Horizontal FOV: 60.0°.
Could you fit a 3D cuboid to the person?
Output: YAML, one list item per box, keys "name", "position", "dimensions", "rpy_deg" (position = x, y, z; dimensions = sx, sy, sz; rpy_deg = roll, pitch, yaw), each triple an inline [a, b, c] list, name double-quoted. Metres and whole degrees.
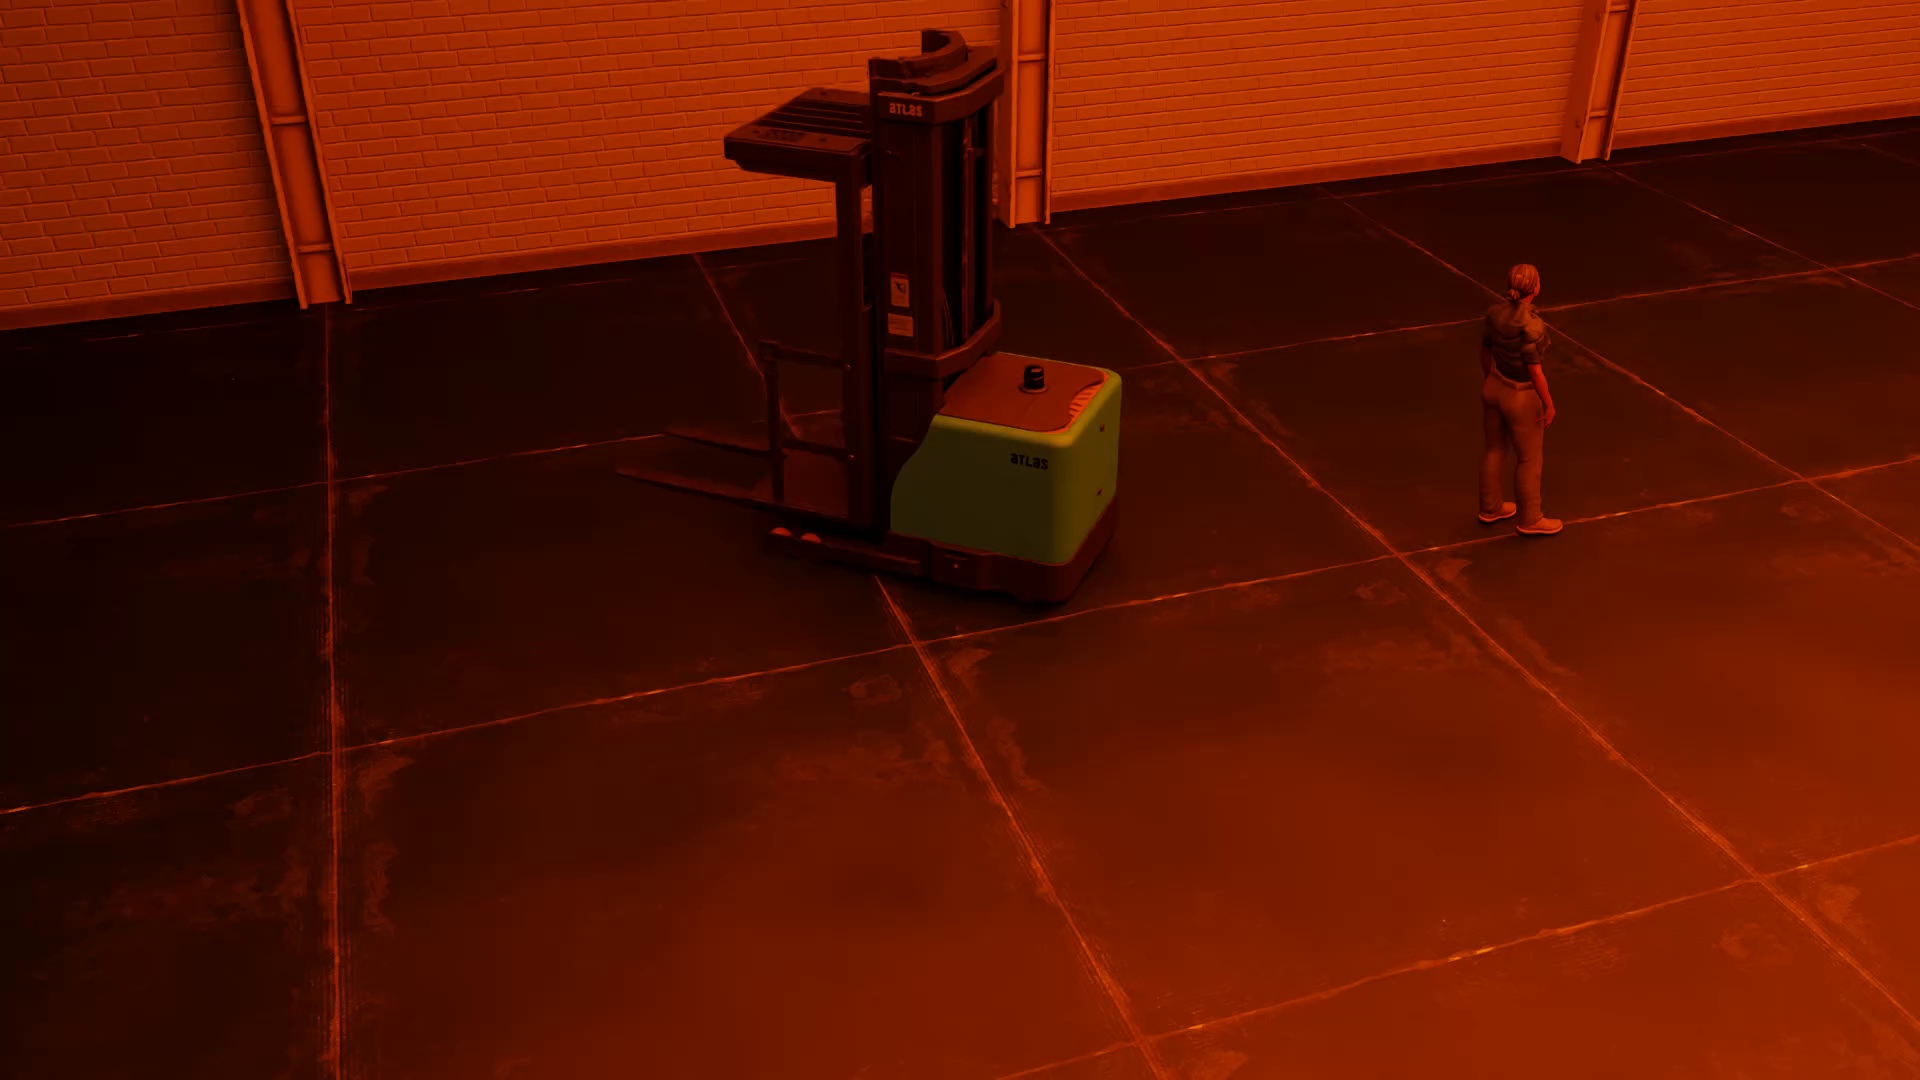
- name: "person"
  position: [3.337, -0.845, 9.820]
  dimensions: [0.504, 1.655, 0.569]
  rpy_deg: [-13, 32, -22]

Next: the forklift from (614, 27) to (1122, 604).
- name: "forklift"
  position: [-0.624, -1.371, 9.471]
  dimensions: [3.031, 2.935, 1.130]
  rpy_deg: [11, 32, 19]
